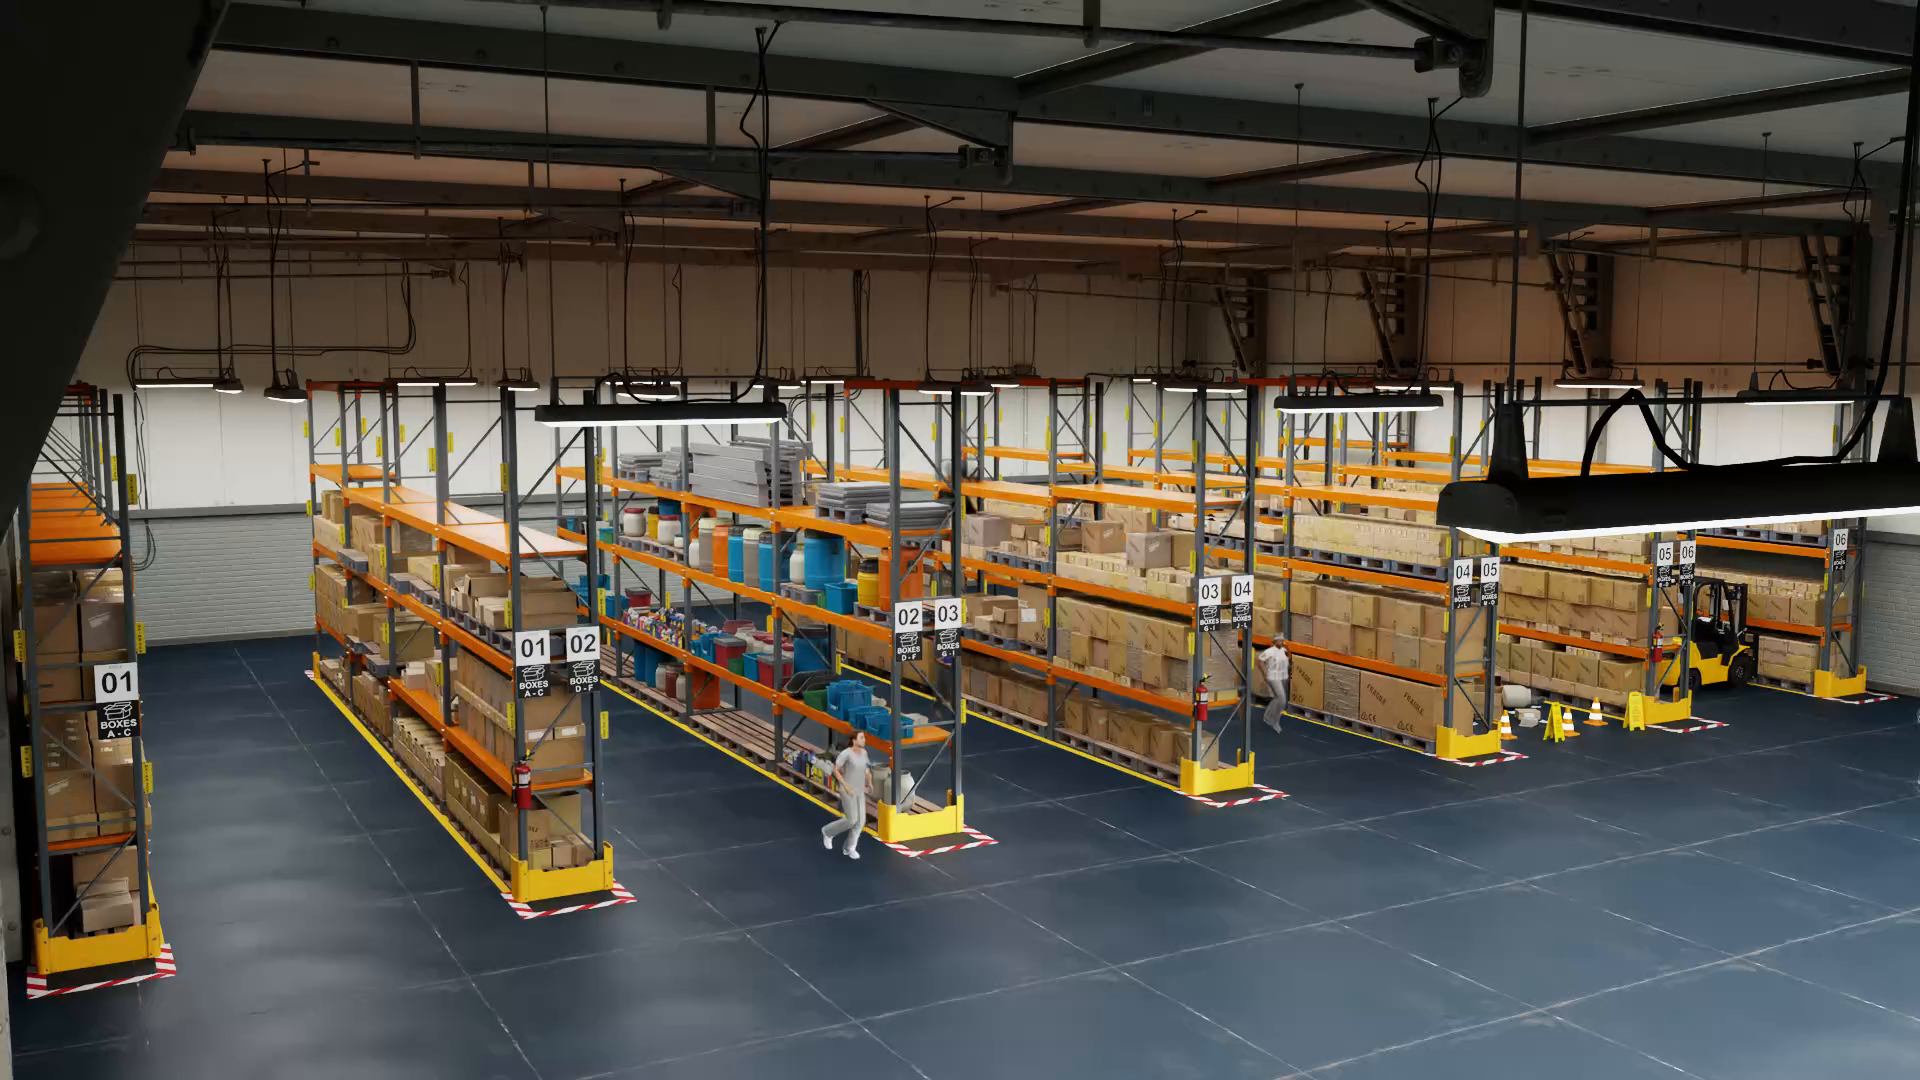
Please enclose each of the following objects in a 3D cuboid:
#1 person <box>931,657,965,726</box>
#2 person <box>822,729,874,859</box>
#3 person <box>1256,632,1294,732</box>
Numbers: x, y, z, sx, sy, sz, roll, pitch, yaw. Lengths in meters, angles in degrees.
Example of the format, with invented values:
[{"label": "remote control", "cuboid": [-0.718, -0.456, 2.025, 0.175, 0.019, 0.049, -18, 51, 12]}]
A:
[{"label": "person", "cuboid": [-0.180, 2.257, 27.991, 0.579, 1.671, 0.784, -5, 8, -39]}, {"label": "person", "cuboid": [-1.402, 3.286, 21.527, 0.614, 1.530, 0.611, 5, 8, 40]}, {"label": "person", "cuboid": [5.483, 2.446, 28.719, 0.543, 1.741, 0.725, -5, 8, -38]}]
